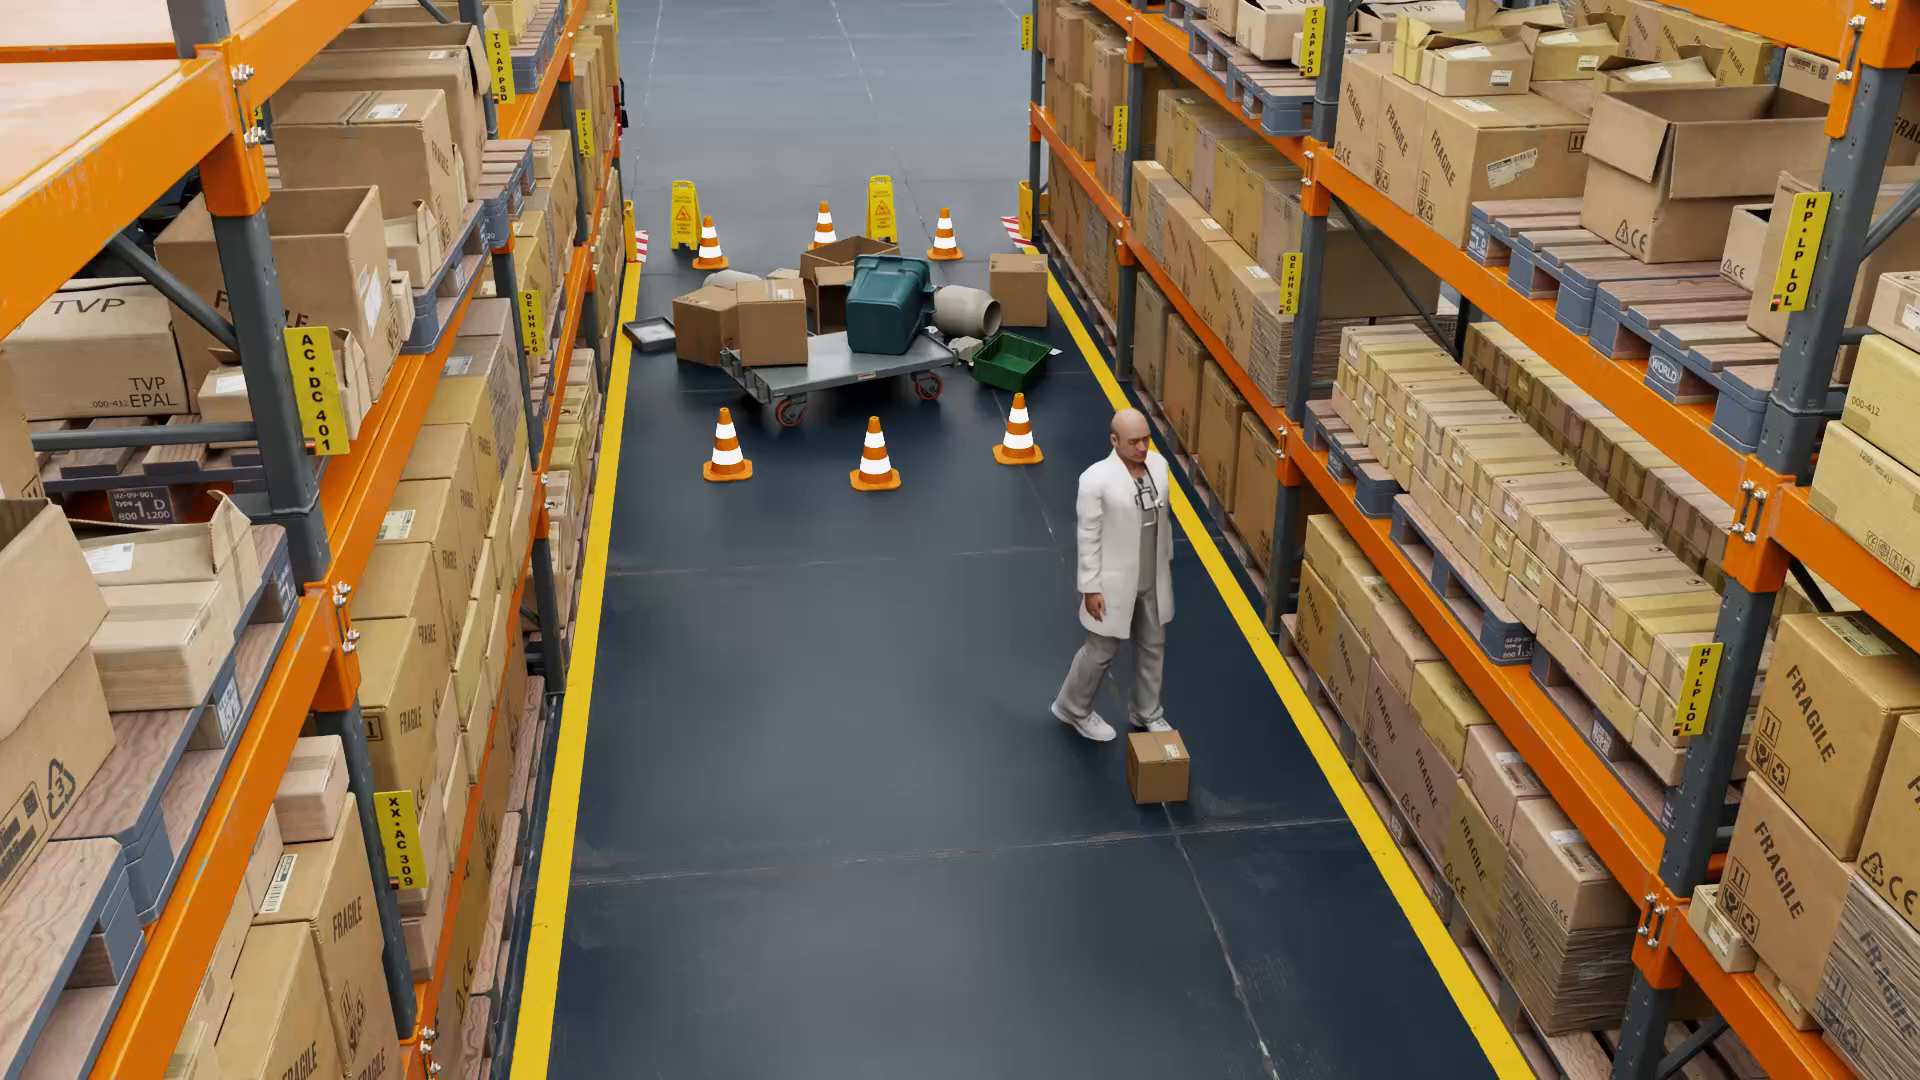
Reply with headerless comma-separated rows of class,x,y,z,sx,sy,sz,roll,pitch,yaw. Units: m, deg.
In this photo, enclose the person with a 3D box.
person,0.840,0.205,8.230,0.611,1.807,0.589,-16,31,-28
